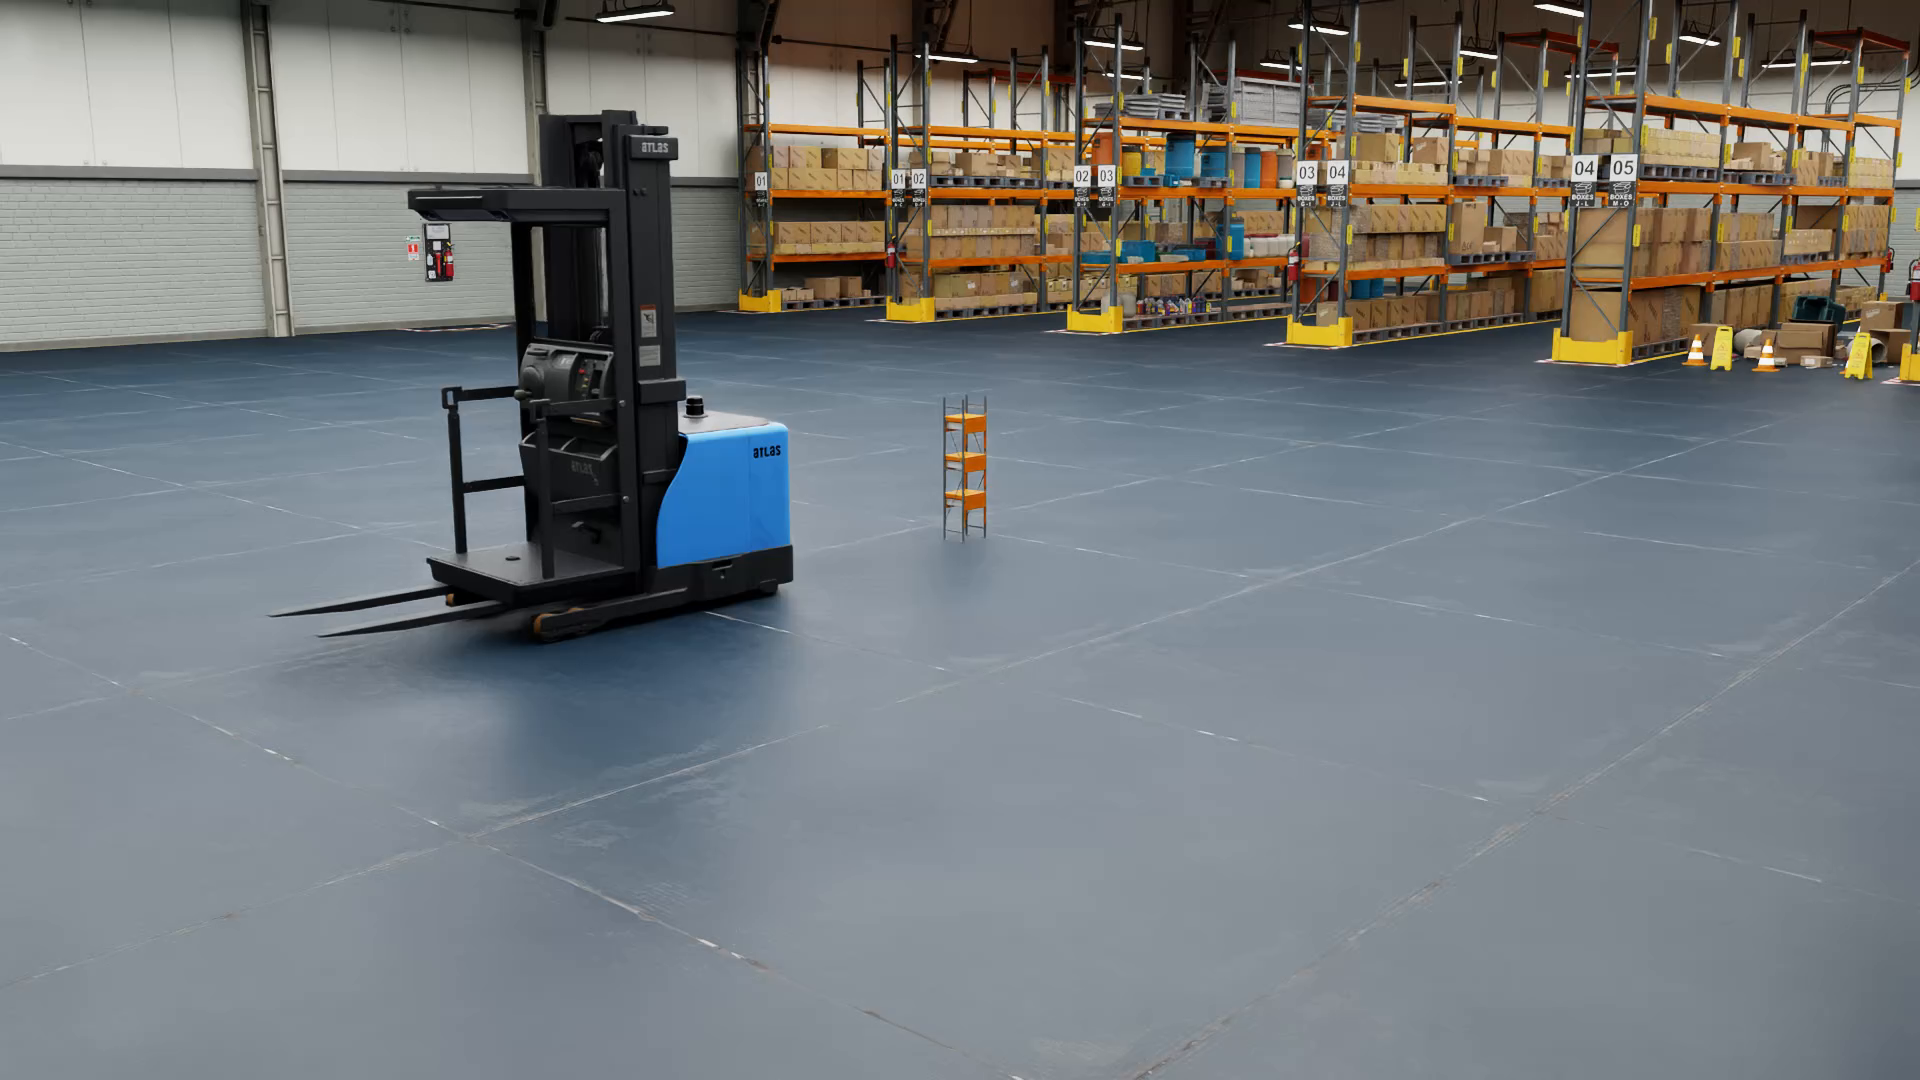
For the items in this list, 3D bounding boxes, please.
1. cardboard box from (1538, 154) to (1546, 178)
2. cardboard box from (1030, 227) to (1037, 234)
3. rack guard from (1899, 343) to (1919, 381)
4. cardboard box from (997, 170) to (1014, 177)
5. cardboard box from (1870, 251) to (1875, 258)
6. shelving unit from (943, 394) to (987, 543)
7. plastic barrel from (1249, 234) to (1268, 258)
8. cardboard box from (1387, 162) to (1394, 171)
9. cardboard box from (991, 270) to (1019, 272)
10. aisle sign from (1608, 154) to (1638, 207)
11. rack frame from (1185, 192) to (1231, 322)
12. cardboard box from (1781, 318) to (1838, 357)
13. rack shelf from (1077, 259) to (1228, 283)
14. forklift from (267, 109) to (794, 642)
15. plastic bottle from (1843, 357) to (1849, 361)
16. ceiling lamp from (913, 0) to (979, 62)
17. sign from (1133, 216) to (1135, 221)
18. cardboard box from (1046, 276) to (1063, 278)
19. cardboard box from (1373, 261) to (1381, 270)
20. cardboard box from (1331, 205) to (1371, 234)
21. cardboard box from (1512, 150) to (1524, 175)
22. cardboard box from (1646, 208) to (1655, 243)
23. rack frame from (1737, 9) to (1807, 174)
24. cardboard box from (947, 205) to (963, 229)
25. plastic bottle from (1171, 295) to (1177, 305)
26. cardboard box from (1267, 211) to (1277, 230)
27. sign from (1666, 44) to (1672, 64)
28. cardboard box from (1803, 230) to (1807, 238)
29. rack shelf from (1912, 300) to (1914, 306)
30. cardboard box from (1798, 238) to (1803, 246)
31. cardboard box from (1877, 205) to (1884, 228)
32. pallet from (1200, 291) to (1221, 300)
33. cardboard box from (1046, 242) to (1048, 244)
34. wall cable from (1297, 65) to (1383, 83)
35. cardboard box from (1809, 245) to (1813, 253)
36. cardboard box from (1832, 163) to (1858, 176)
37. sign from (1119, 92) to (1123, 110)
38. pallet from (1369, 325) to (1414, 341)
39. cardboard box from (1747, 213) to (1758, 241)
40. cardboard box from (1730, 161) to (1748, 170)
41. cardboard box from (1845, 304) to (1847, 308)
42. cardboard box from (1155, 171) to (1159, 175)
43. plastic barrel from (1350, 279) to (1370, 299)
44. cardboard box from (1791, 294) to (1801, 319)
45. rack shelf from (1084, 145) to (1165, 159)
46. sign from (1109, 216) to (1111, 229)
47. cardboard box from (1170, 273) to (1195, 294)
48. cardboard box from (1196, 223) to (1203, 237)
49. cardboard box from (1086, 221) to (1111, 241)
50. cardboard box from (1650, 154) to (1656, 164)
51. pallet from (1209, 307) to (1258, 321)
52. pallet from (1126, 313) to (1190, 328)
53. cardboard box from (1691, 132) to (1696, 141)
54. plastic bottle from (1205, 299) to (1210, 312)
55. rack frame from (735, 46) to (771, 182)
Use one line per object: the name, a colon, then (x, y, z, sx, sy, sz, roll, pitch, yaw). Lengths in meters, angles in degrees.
cardboard box: (12.007, -7.971, 35.469, 0.797, 0.503, 0.637, 11, 16, 44)
cardboard box: (1.561, -7.137, 38.375, 0.380, 0.149, 0.250, 10, 15, 40)
rack guard: (13.872, -2.472, 23.311, 1.175, 0.500, 0.348, 10, 15, 40)
cardboard box: (0.989, -8.247, 37.398, 0.380, 0.149, 0.250, 10, 15, 40)
cardboard box: (20.098, -6.347, 36.971, 0.380, 0.149, 0.250, 10, 15, 42)
shelving unit: (0.035, -0.523, 12.148, 0.215, 1.050, 0.252, 10, 15, 40)
plastic barrel: (6.579, -6.484, 36.668, 0.433, 0.535, 0.433, 0, 11, 0)
cardboard box: (7.618, -6.758, 30.097, 0.380, 0.149, 0.250, 9, 14, 38)
cardboard box: (1.038, -6.035, 38.803, 0.500, 0.500, 0.500, 10, 15, 40)
aisle sign: (10.216, -5.537, 25.639, 0.394, 0.787, 0.004, 10, 15, 40)
rack frame: (5.298, -6.197, 35.578, 1.000, 3.000, 0.127, 10, 15, 40)
cardboard box: (13.691, -3.253, 26.869, 0.797, 0.637, 0.503, 10, 15, 40)
rack shelf: (3.978, -5.550, 34.175, 1.077, 0.370, 4.000, 10, 15, 40)
forklift: (-2.460, -0.976, 9.615, 3.031, 2.935, 1.130, -11, 16, -44)
plastic bottle: (14.202, -2.887, 26.508, 0.283, 0.061, 0.133, -9, 14, -38)
ceiling lamp: (-0.125, -12.899, 38.917, 0.800, 3.185, 2.000, 10, 15, 40)
sign: (5.364, -9.779, 51.102, 0.100, 0.325, 0.005, 10, 15, 40)
cardboard box: (2.302, -6.217, 40.198, 0.500, 0.311, 0.500, 10, 15, 40)
cardboard box: (7.421, -5.000, 30.229, 0.380, 0.149, 0.250, 10, 15, 40)
cardboard box: (6.946, -5.699, 29.517, 0.500, 0.500, 0.500, 10, 15, 40)
cardboard box: (11.202, -7.731, 34.068, 0.500, 0.500, 0.500, 10, 15, 40)
cardboard box: (10.605, -5.057, 26.733, 0.875, 0.550, 0.550, 10, 15, 40)
rack frame: (15.318, -8.431, 31.446, 1.000, 3.000, 0.127, 10, 15, 40)
cardboard box: (-0.365, -7.087, 36.470, 0.700, 0.500, 0.500, 9, 15, 39)
plastic bottle: (4.562, -5.030, 35.375, 0.144, 0.351, 0.185, 10, 15, 40)
cardboard box: (8.403, -8.815, 45.877, 0.500, 0.500, 0.500, 10, 15, 42)
sign: (12.262, -8.407, 28.743, 0.100, 0.325, 0.005, 10, 15, 40)
cardboard box: (16.635, -6.100, 33.143, 0.380, 0.149, 0.250, 10, 15, 42)
rack shelf: (15.142, -3.628, 24.554, 1.077, 0.370, 4.000, 10, 15, 40)
cardboard box: (16.470, -5.916, 32.983, 0.380, 0.149, 0.250, 10, 15, 40)
cardboard box: (20.149, -7.177, 36.918, 0.500, 0.500, 0.500, 9, 14, 38)
pallet: (6.352, -6.523, 44.330, 1.003, 0.211, 1.213, 10, 15, 40)
cardboard box: (2.255, -8.274, 46.567, 0.380, 0.149, 0.250, 9, 15, 39)
wall cable: (11.812, -13.575, 52.236, 3.097, 2.526, 0.112, 10, 15, 40)
cardboard box: (16.987, -5.884, 33.581, 0.380, 0.149, 0.250, 11, 15, 43)
cardboard box: (18.456, -7.760, 34.851, 0.500, 0.250, 0.500, 10, 15, 42)
sign: (3.068, -8.376, 31.705, 0.100, 0.325, 0.005, 10, 15, 40)
pallet: (7.796, -3.905, 31.225, 1.003, 0.211, 1.213, 10, 15, 40)
cardboard box: (14.344, -5.813, 30.849, 0.700, 0.500, 0.500, 9, 15, 39)
cardboard box: (13.798, -6.676, 29.631, 0.380, 0.149, 0.250, 10, 15, 40)
cardboard box: (19.022, -5.068, 36.131, 0.380, 0.149, 0.250, 9, 14, 38)
cardboard box: (4.483, -9.015, 41.773, 0.910, 0.500, 0.500, 10, 15, 40)
plastic barrel: (9.740, -6.369, 40.724, 0.600, 0.901, 0.708, 10, 15, 40)
cardboard box: (16.306, -4.614, 32.966, 0.500, 0.500, 0.500, 10, 15, 41)
rack shelf: (4.457, -11.342, 48.880, 1.077, 0.370, 4.000, 10, 15, 40)
sign: (3.806, -8.024, 41.973, 0.100, 0.325, 0.005, 10, 15, 40)
cardboard box: (5.752, -6.675, 43.229, 0.500, 0.500, 0.500, 9, 14, 38)
cardboard box: (5.973, -8.120, 43.878, 0.500, 0.500, 0.700, -9, 15, -39)
cardboard box: (3.993, -8.986, 48.778, 0.980, 0.700, 0.700, 9, 15, 39)
cardboard box: (10.672, -5.961, 26.054, 0.380, 0.149, 0.250, 10, 15, 41)
pallet: (5.787, -4.950, 36.455, 1.003, 0.211, 1.213, 10, 15, 40)
pallet: (4.018, -4.556, 34.481, 1.003, 0.211, 1.213, 10, 15, 40)
cardboard box: (11.842, -6.613, 27.284, 0.380, 0.149, 0.250, 10, 15, 40)
plastic bottle: (5.228, -4.967, 35.233, 0.061, 0.283, 0.133, 11, 16, 43)
rack frame: (-4.784, -9.831, 38.457, 1.000, 3.000, 0.127, 10, 15, 40)
